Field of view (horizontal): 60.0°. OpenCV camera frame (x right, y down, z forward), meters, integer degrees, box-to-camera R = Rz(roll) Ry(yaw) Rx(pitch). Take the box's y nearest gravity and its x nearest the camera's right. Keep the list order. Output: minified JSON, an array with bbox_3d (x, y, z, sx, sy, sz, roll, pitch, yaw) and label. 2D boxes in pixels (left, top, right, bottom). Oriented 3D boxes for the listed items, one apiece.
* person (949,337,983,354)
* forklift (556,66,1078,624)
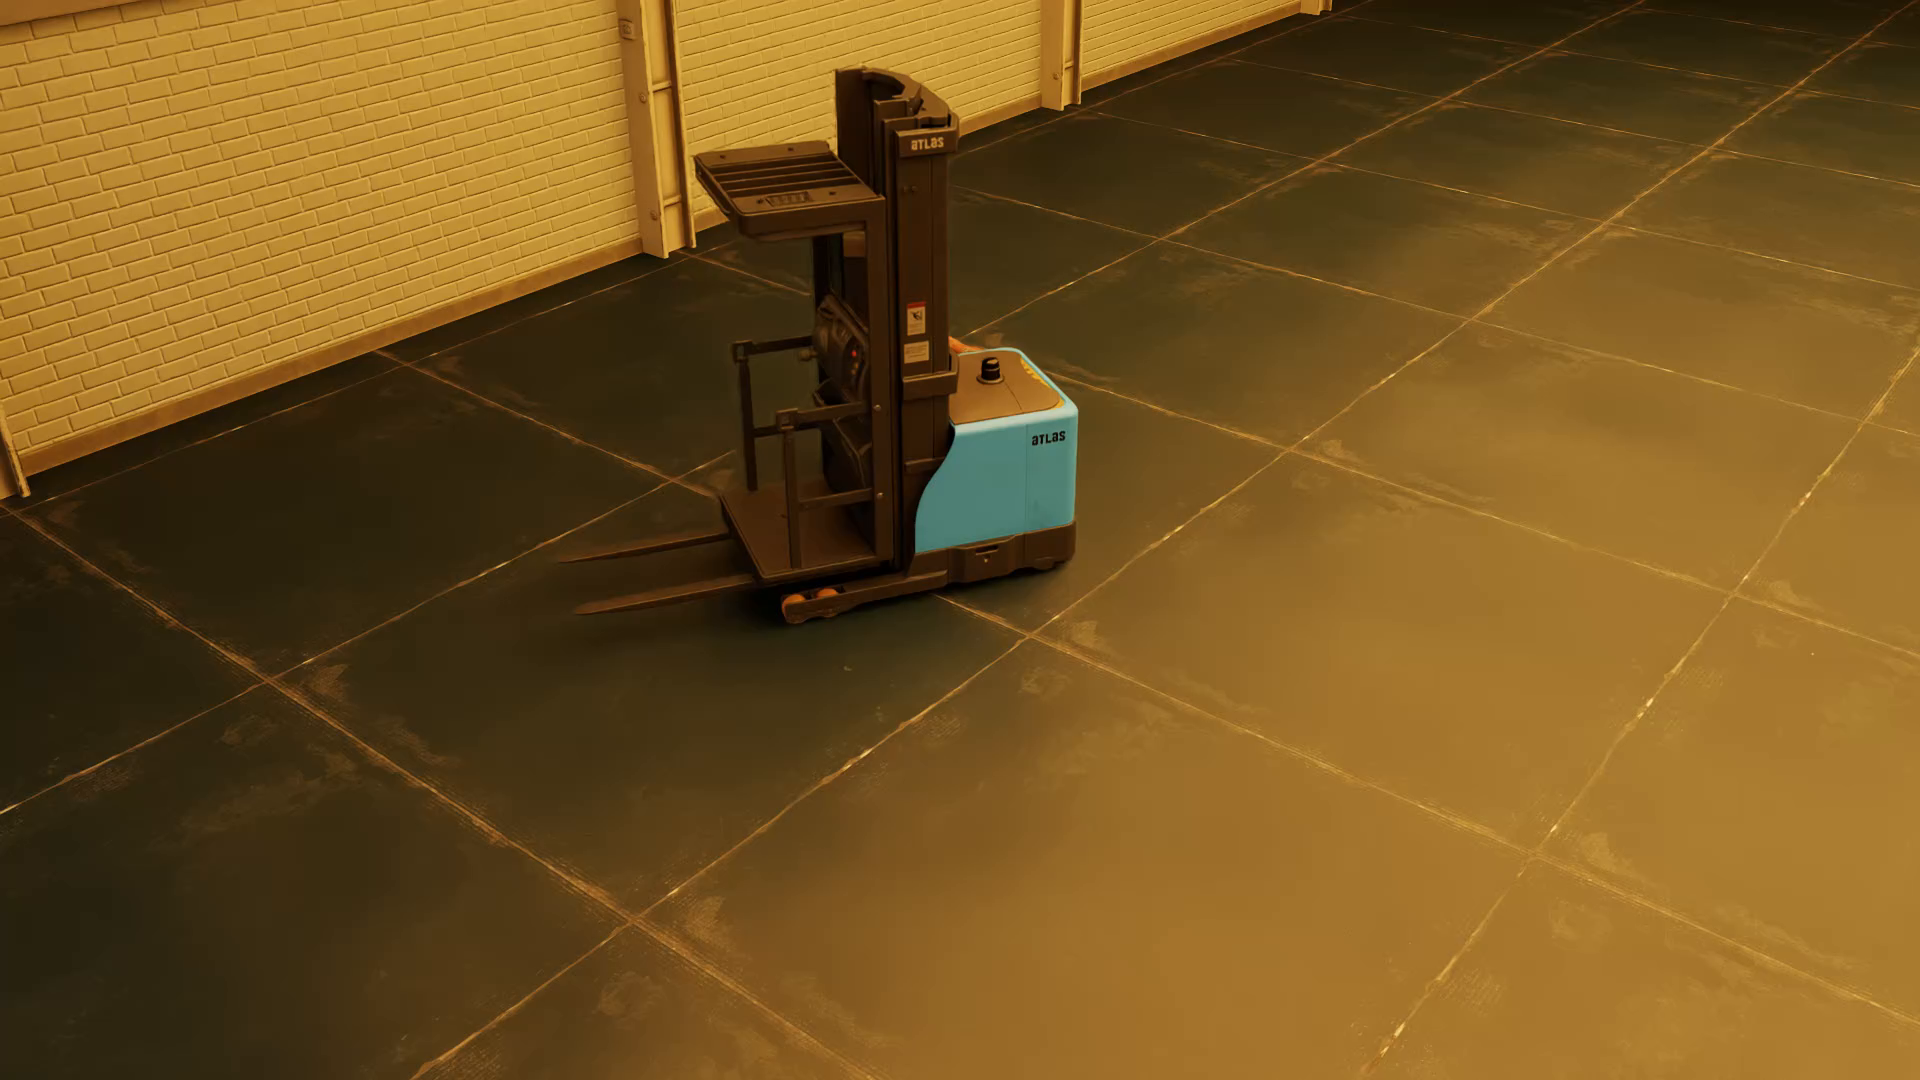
[{"bbox_3d":[-0.252,-1.290,11.067,0.713,1.624,0.822,-14,33,-22],"label":"person"},{"bbox_3d":[-0.864,-1.079,9.442,3.031,2.935,1.130,-11,32,-18],"label":"forklift"}]
